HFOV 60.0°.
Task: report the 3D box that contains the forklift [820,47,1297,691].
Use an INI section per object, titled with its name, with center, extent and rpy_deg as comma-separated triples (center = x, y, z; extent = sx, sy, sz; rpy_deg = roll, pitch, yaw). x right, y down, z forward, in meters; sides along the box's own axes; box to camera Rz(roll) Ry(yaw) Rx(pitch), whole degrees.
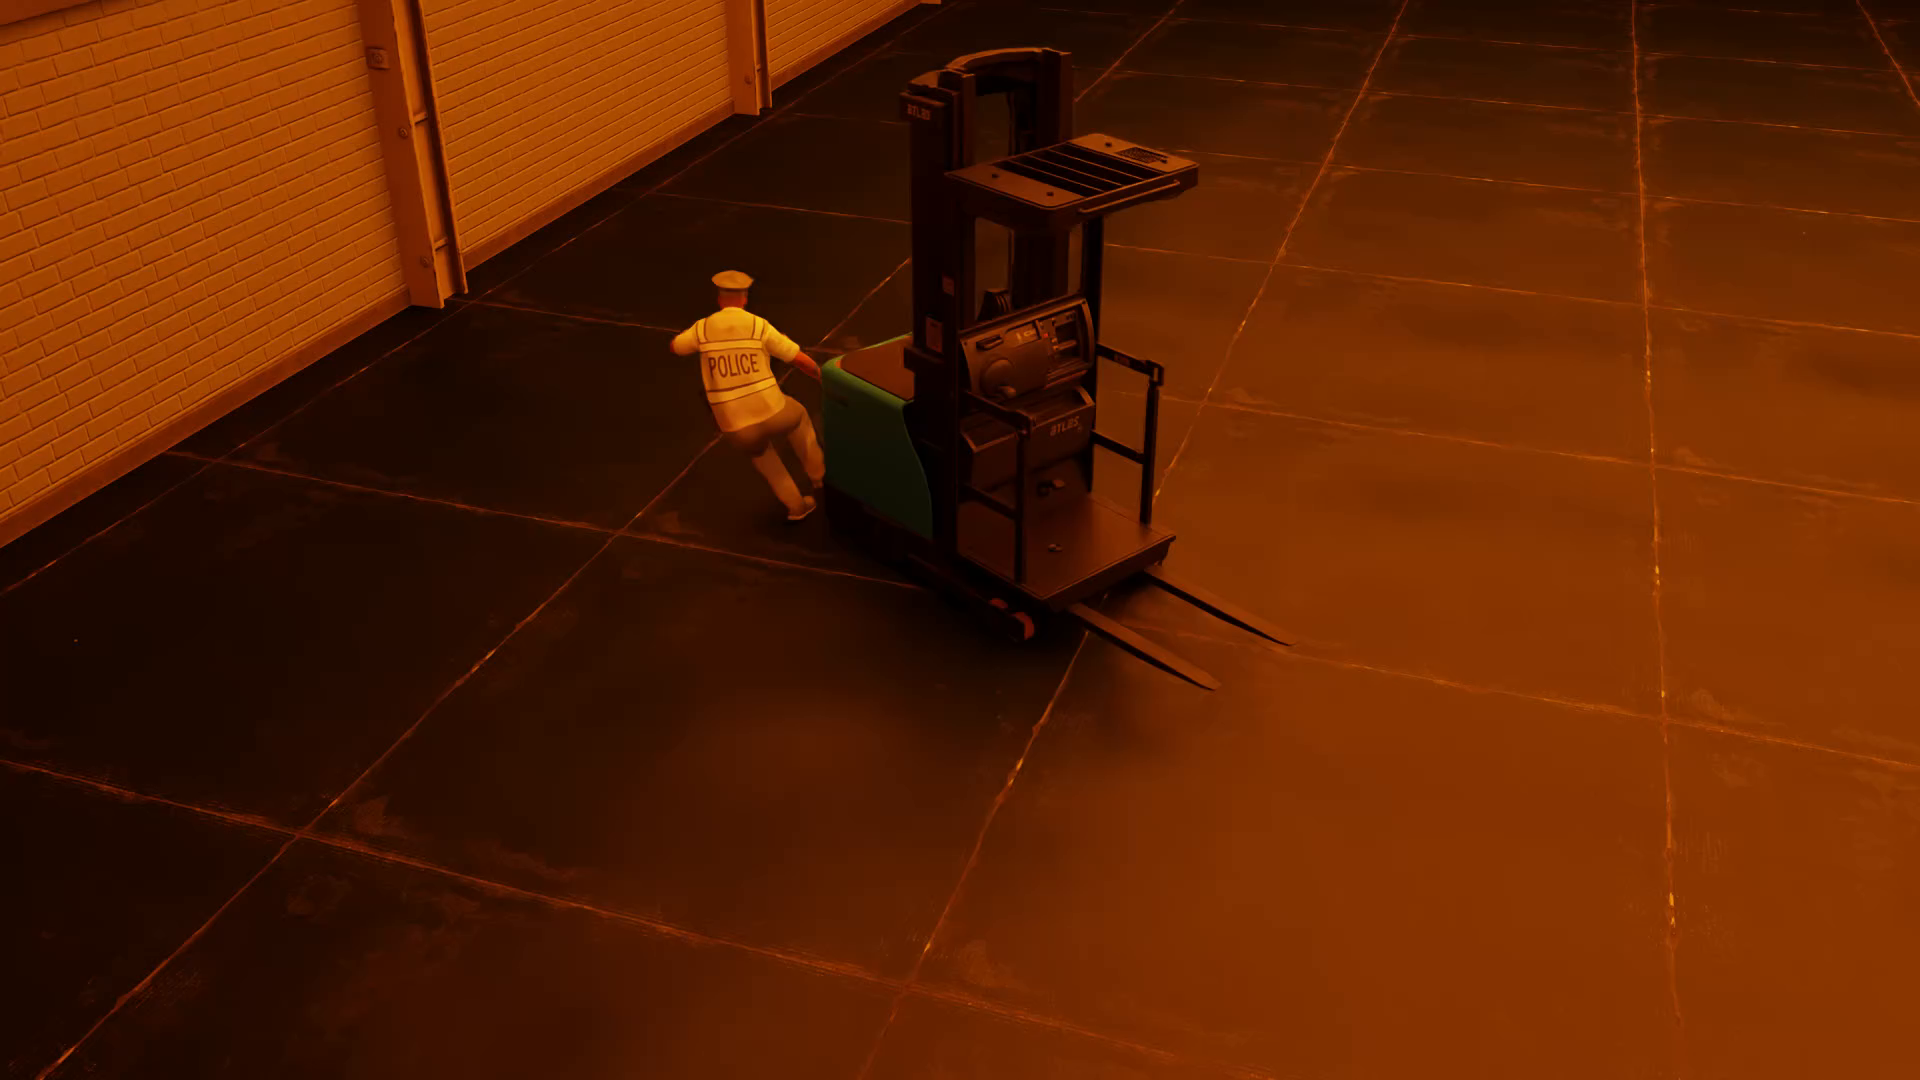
[forklift]
center = 0.516, -0.998, 8.886
extent = 1.130, 2.935, 3.031
rpy_deg = -24, 37, -35

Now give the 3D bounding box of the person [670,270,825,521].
[person]
center = -1.196, -0.898, 10.181
extent = 1.080, 1.516, 0.951
rpy_deg = -6, 30, -11
